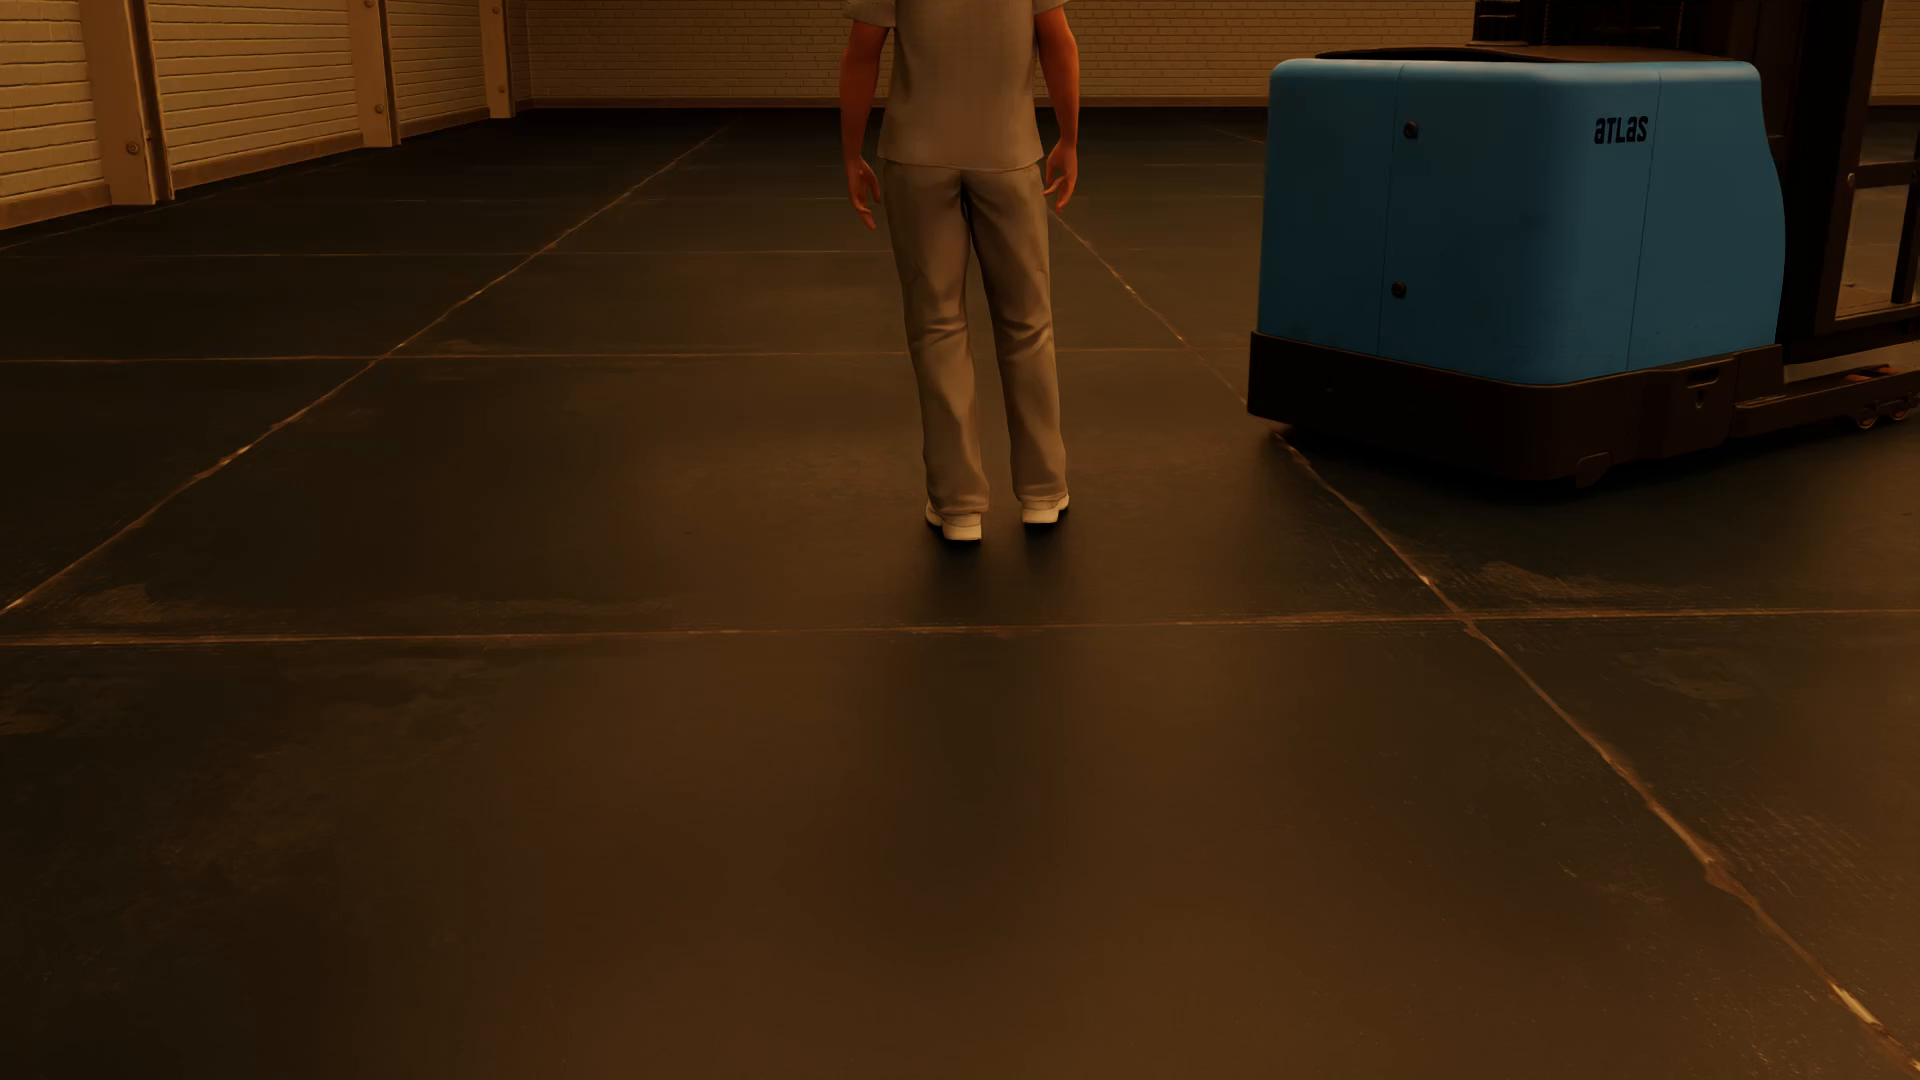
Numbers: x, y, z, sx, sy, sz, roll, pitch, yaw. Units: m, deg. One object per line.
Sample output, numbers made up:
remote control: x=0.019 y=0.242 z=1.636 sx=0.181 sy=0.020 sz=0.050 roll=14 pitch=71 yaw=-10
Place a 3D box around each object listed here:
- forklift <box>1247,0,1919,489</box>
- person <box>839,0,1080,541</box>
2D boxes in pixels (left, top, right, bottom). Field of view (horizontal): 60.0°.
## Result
forklift: x=2.347 y=-1.848 z=4.949 sx=3.031 sy=2.935 sz=1.130 roll=-12 pitch=21 yaw=-33
person: x=0.009 y=-0.830 z=3.742 sx=0.550 sy=1.675 sz=0.549 roll=-1 pitch=17 yaw=-3
